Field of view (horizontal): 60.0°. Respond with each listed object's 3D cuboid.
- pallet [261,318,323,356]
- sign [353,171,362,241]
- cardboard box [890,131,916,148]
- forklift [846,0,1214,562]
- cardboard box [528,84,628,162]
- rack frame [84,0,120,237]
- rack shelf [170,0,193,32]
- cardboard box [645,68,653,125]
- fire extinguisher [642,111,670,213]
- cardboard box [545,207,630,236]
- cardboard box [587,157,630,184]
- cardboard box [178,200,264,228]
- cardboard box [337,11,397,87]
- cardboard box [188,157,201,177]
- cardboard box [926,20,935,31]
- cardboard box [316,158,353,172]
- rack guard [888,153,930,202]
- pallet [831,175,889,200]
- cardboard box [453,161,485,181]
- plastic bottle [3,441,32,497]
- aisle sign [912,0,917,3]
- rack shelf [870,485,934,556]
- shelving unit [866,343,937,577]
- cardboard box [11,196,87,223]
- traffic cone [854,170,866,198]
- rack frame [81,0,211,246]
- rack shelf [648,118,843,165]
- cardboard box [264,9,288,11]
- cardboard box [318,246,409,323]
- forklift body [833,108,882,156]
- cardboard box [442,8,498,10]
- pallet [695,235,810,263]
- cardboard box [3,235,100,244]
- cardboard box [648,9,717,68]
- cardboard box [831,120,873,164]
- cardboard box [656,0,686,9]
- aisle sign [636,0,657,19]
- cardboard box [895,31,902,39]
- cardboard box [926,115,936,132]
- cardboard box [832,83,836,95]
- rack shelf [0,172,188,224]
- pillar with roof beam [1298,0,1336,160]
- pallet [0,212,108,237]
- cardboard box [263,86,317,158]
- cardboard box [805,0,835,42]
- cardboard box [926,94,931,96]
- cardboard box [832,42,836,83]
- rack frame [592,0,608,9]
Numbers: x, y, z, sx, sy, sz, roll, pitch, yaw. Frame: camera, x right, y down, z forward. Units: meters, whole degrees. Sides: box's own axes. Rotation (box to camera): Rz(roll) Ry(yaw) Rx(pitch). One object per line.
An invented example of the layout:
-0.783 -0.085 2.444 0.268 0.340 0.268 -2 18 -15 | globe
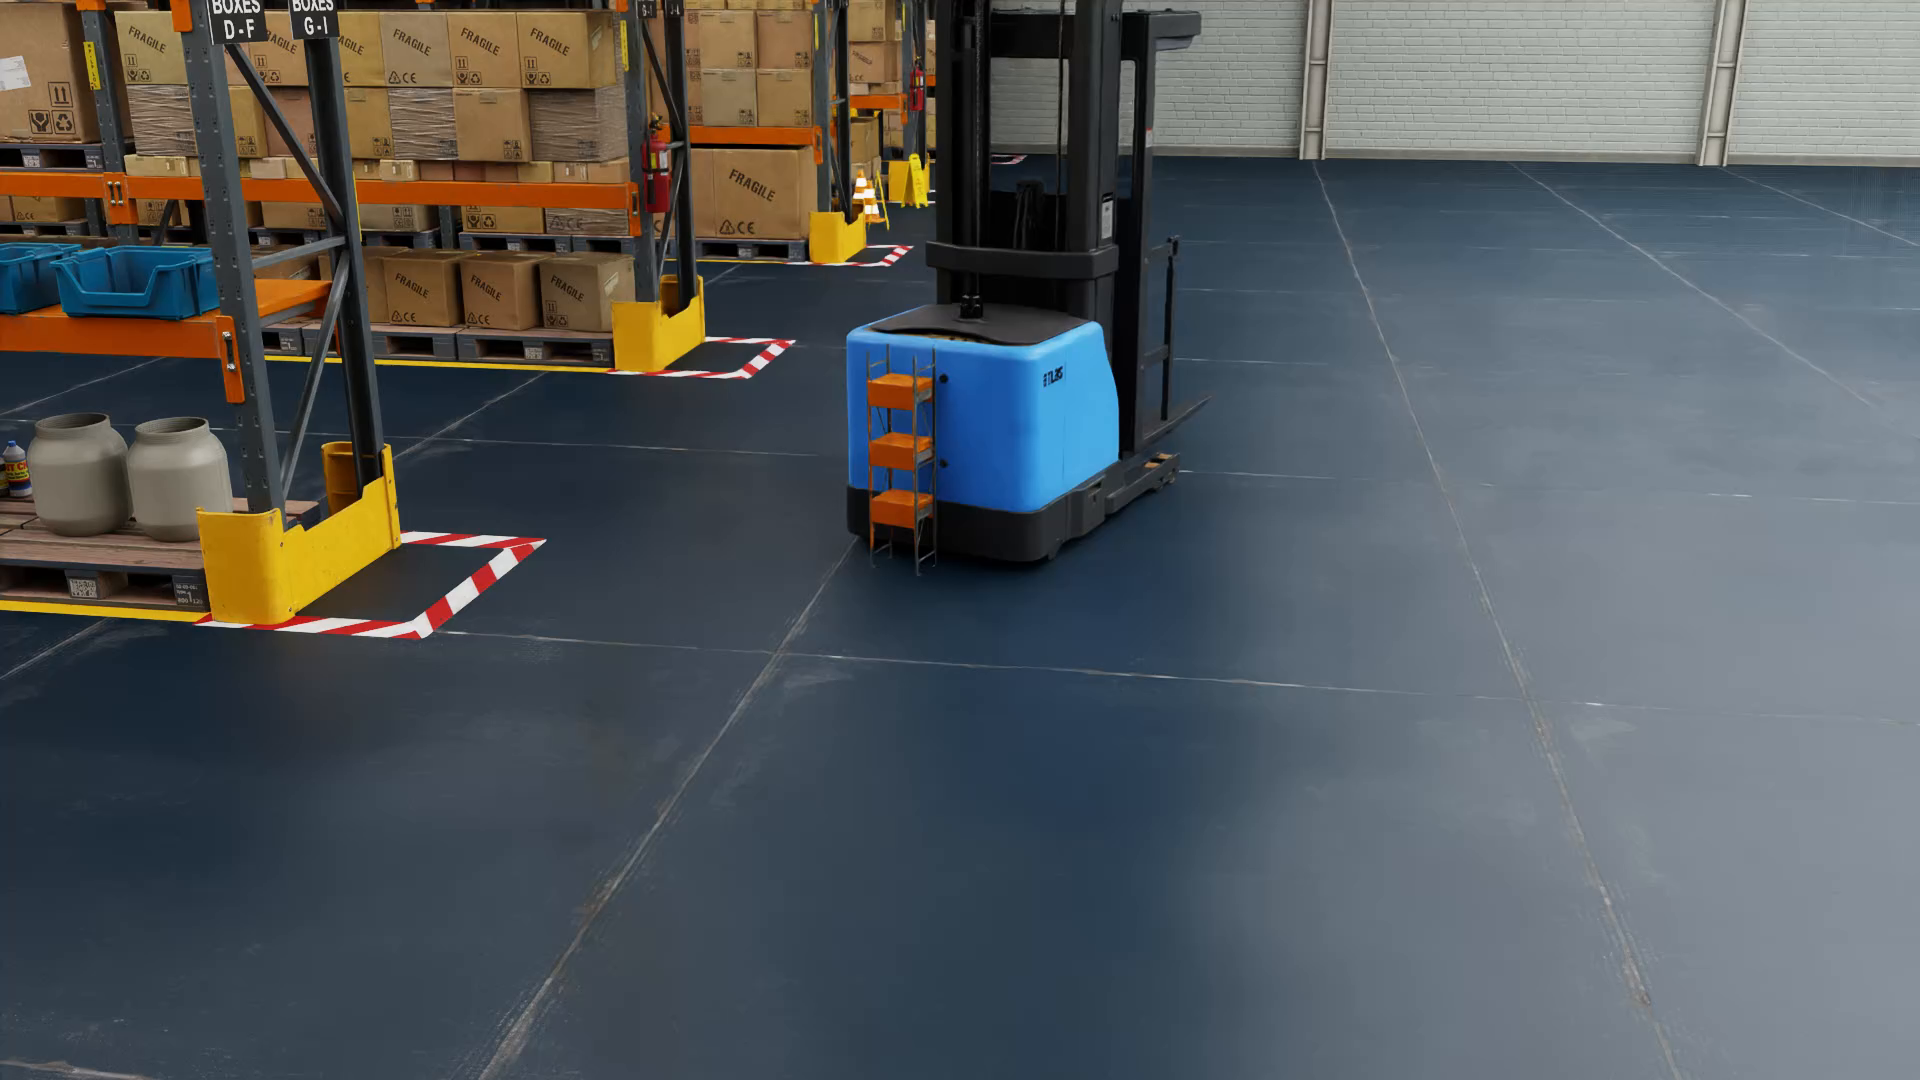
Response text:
-5.434 -1.661 12.935 1.213 0.211 1.003 3 19 9 | pallet
-2.848 -1.556 7.791 0.005 0.325 0.100 3 19 9 | sign
-0.802 -6.313 26.114 0.500 0.250 0.500 3 19 9 | cardboard box
0.572 -1.709 8.790 1.130 2.935 3.031 9 21 26 | forklift
-2.693 -3.030 12.004 0.500 0.500 0.875 3 19 9 | cardboard box
-9.166 -4.756 17.791 0.127 3.000 1.000 3 19 9 | rack frame
-4.914 -2.435 7.260 4.000 0.370 1.077 3 19 9 | rack shelf
-3.250 -4.531 16.882 0.500 0.550 0.875 3 19 9 | cardboard box
-2.114 -2.618 11.522 0.183 0.674 0.296 3 19 9 | fire extinguisher
-3.716 -3.649 17.167 0.875 0.875 0.875 3 19 9 | cardboard box
-2.468 -2.635 11.848 0.250 0.149 0.380 3 19 9 | cardboard box
-7.715 -3.787 17.777 0.750 0.750 1.050 3 19 9 | cardboard box
-4.216 -3.495 11.818 0.500 0.500 0.500 3 19 9 | cardboard box
-5.443 -2.761 12.224 0.250 0.149 0.380 3 19 9 | cardboard box
-0.434 -7.915 25.584 0.250 0.149 0.380 3 19 9 | cardboard box
-4.455 -2.711 12.073 0.250 0.149 0.380 3 19 9 | cardboard box
-0.657 -4.728 21.645 0.348 0.500 1.175 3 19 9 | rack guard
-1.453 -4.643 21.846 1.213 0.211 1.003 3 19 9 | pallet
-3.454 -2.688 12.004 0.250 0.149 0.380 3 19 9 | cardboard box
-4.680 -0.357 8.248 0.097 0.271 0.097 0 18 0 | plastic bottle
-0.567 -7.048 20.544 0.004 0.787 0.394 3 19 9 | aisle sign
-0.267 -0.096 7.844 0.240 0.259 0.215 9 21 26 | rack shelf
-0.268 -0.369 7.751 0.252 1.050 0.215 9 21 26 | shelving unit
-9.857 -3.721 17.975 0.500 0.500 0.500 3 19 8 | cardboard box
-1.211 -4.324 20.497 0.334 0.463 0.336 3 19 9 | traffic cone
-6.103 -3.006 12.560 0.127 3.000 1.000 3 19 9 | rack frame
-3.242 -4.113 17.002 4.000 0.370 1.077 3 19 9 | rack shelf
-5.121 -3.708 12.454 0.500 0.500 0.500 3 19 9 | cardboard box
-4.522 -1.954 12.694 0.500 0.500 0.500 1 19 4 | cardboard box
-1.960 -6.586 24.597 1.214 2.155 2.313 3 19 9 | forklift body
-4.858 -5.109 16.906 0.550 0.550 0.875 3 19 9 | cardboard box
-2.069 -3.047 17.077 1.213 0.211 1.003 3 19 9 | pallet
-7.174 -2.097 13.089 0.500 0.500 0.700 3 19 8 | cardboard box
-2.717 -5.037 16.692 0.550 0.550 0.875 3 19 9 | cardboard box
-1.414 -5.119 21.364 0.500 0.500 0.500 3 19 9 | cardboard box
-3.630 -6.651 21.251 0.500 0.500 0.700 3 19 9 | cardboard box
-2.140 -3.940 11.256 0.004 0.787 0.394 3 19 9 | aisle sign
-0.931 -7.801 25.711 0.250 0.149 0.380 3 19 8 | cardboard box
-0.328 -6.524 25.956 0.500 0.250 0.500 3 19 8 | cardboard box
-1.503 -5.740 21.126 0.250 0.149 0.380 3 19 8 | cardboard box
-8.078 -2.766 12.975 4.000 0.370 1.077 3 19 9 | rack shelf
4.898 -8.976 20.949 0.400 9.000 9.100 3 19 9 | pillar with roof beam
-9.937 -3.474 18.352 1.213 0.211 1.003 3 19 9 | pallet
-4.671 -3.123 12.282 0.500 0.500 0.875 3 19 9 | cardboard box
-1.619 -6.557 20.971 0.500 0.500 0.700 3 19 9 | cardboard box
-0.737 -6.942 26.418 0.500 0.250 0.500 3 19 9 | cardboard box
-1.655 -6.066 21.078 0.500 0.500 0.500 3 19 9 | cardboard box
-4.531 -6.111 21.839 0.127 3.000 1.000 3 19 9 | rack frame
